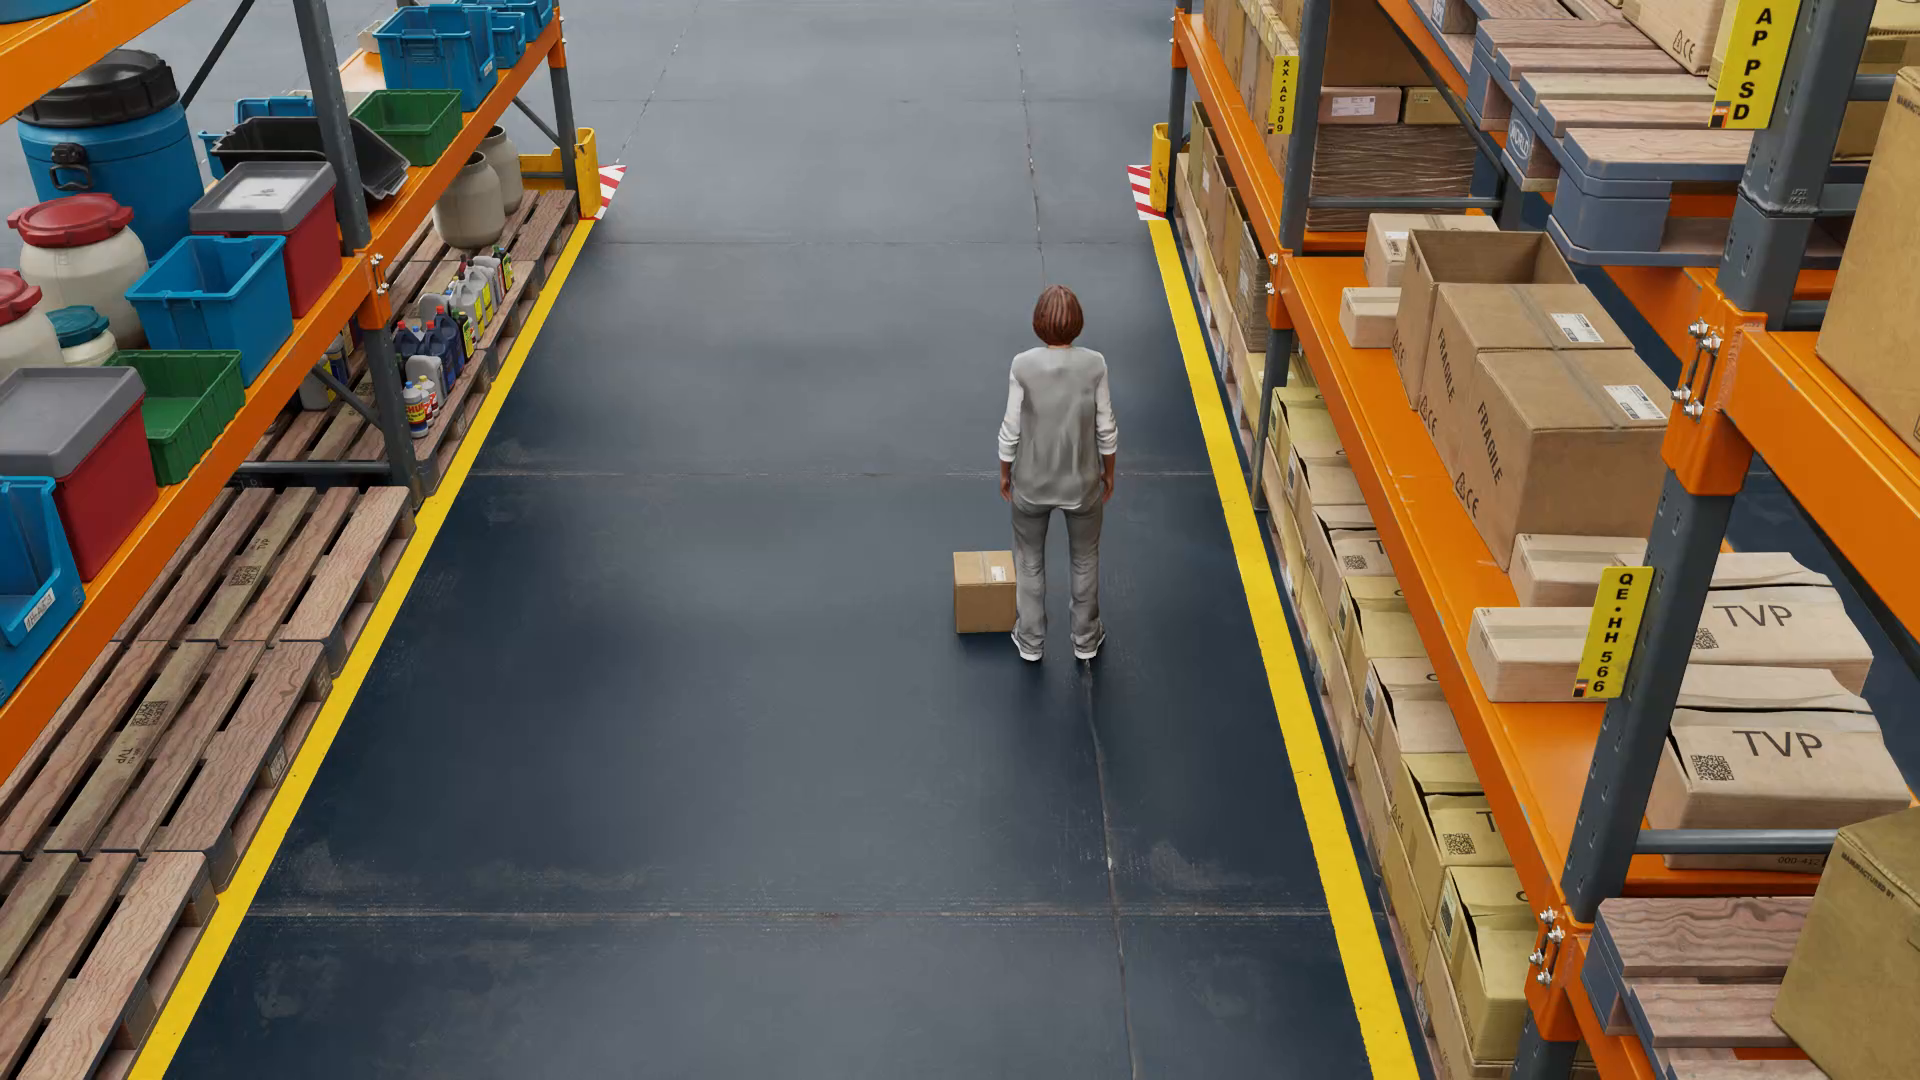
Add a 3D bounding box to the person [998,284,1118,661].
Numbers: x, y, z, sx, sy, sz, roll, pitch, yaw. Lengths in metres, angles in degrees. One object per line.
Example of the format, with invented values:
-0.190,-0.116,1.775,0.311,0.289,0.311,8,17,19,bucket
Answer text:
0.378,-0.223,6.503,0.460,1.592,0.344,1,32,1,person
